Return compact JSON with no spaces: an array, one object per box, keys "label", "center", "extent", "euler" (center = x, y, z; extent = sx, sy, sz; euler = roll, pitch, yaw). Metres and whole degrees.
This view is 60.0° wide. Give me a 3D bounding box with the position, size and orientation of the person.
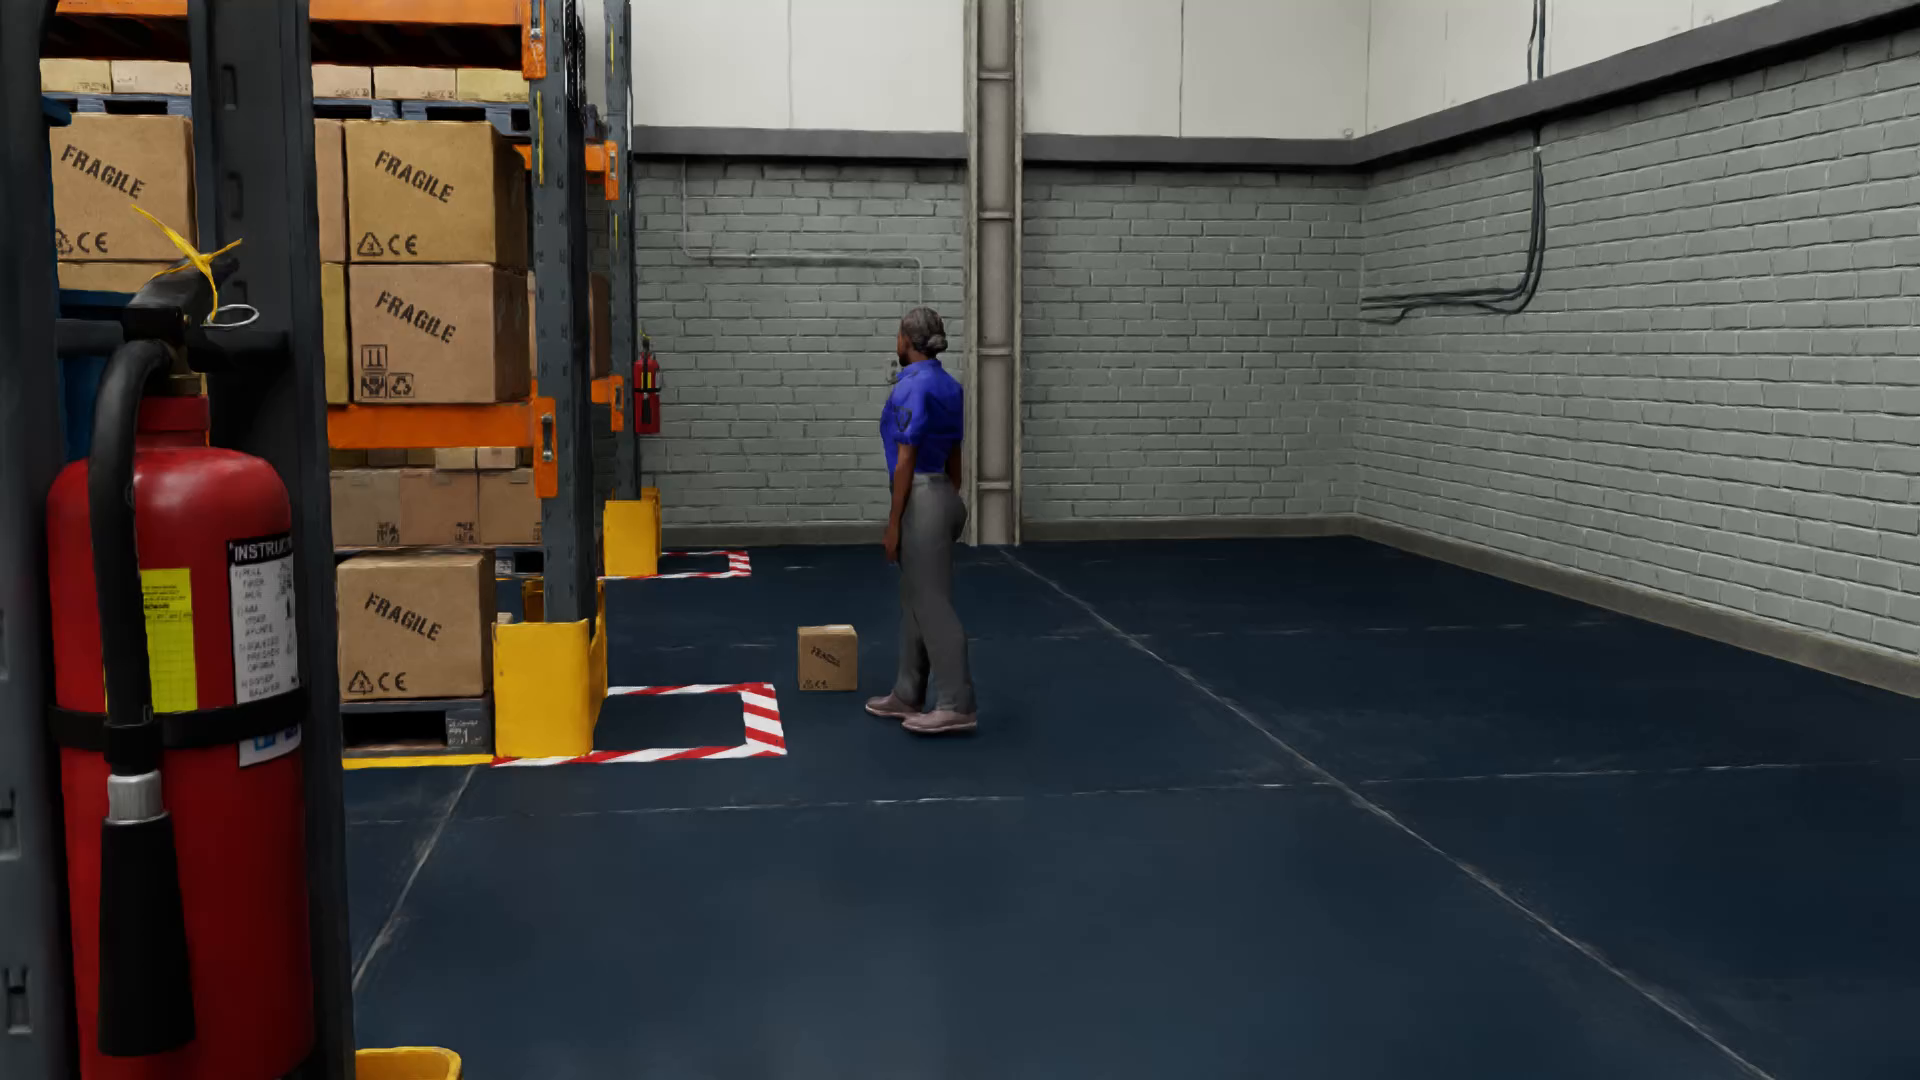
[{"label":"person","center":[-0.179,-0.085,6.534],"extent":[0.571,1.653,0.456],"euler":[2,7,19]}]
